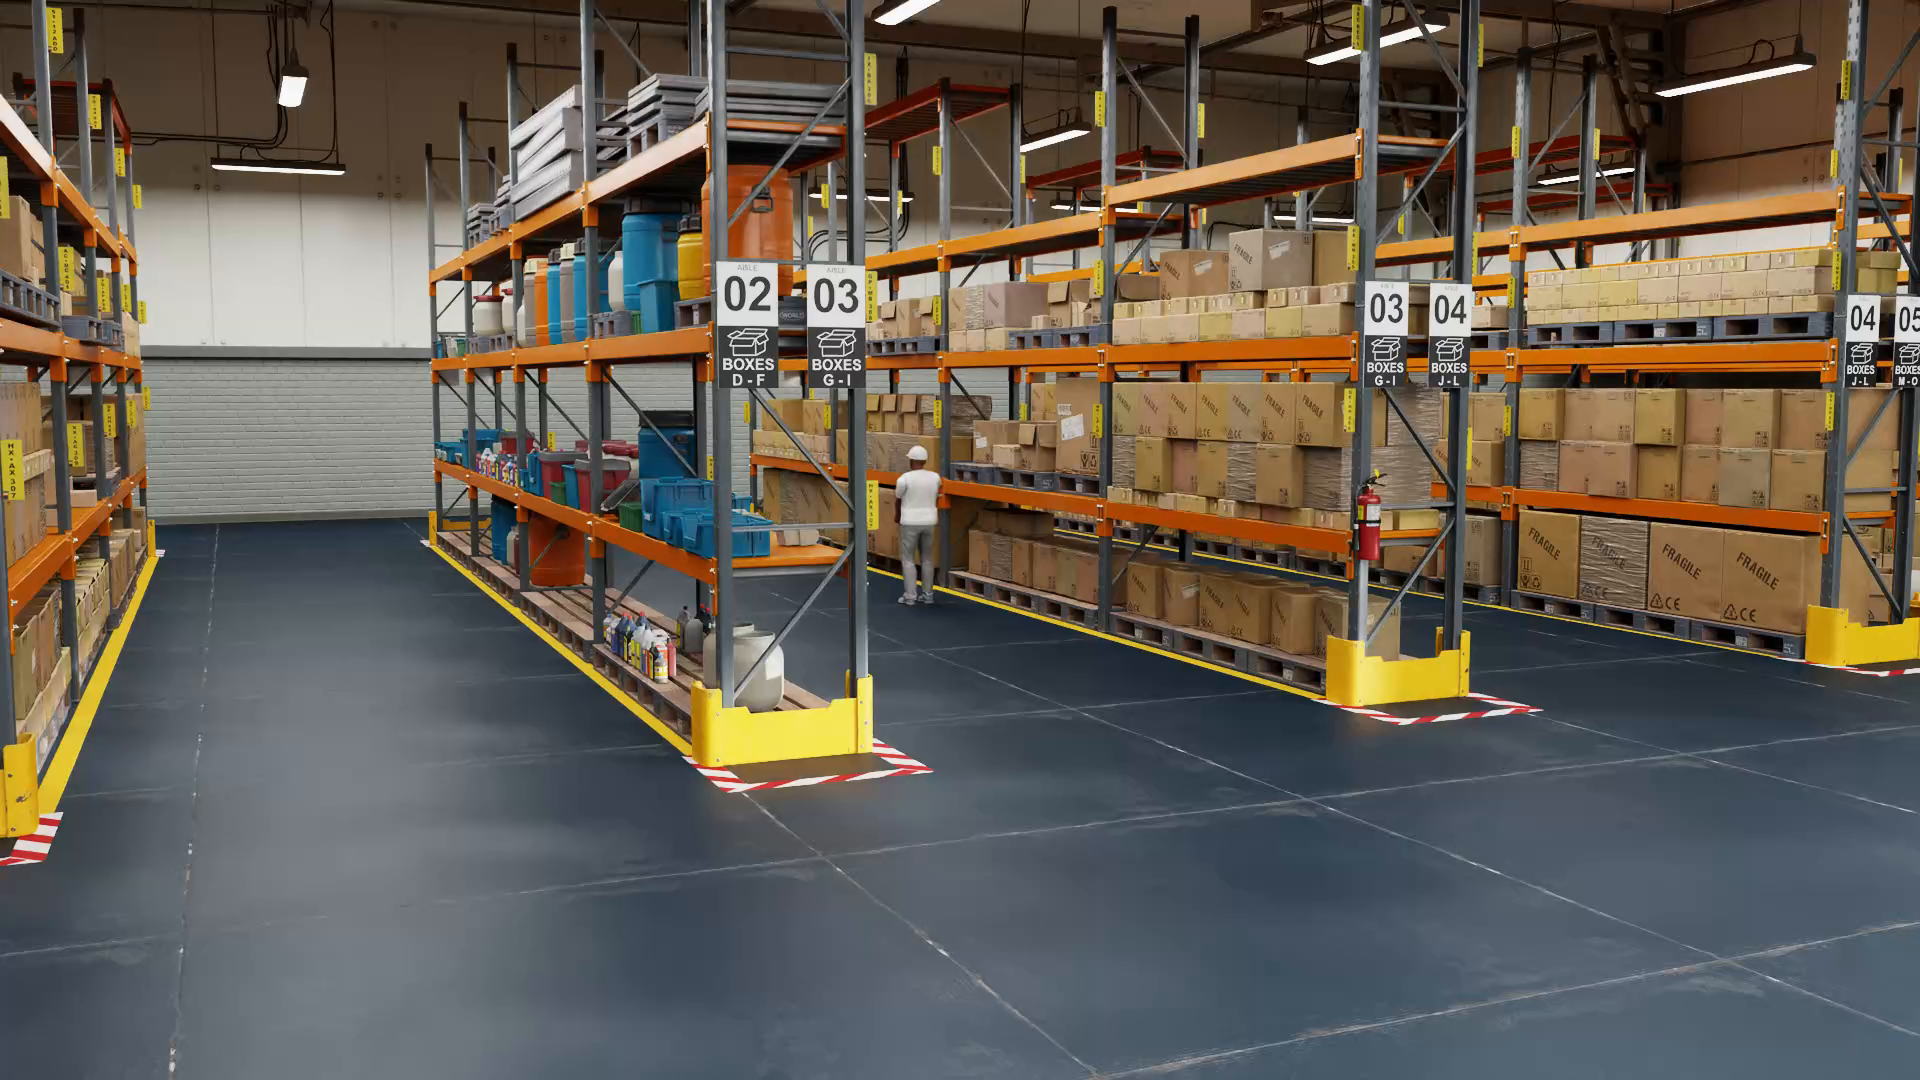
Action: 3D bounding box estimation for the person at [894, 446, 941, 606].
[{"bbox_3d":[-0.508,-0.172,18.496,0.504,1.761,0.572,-2,6,-23],"label":"person"}]
